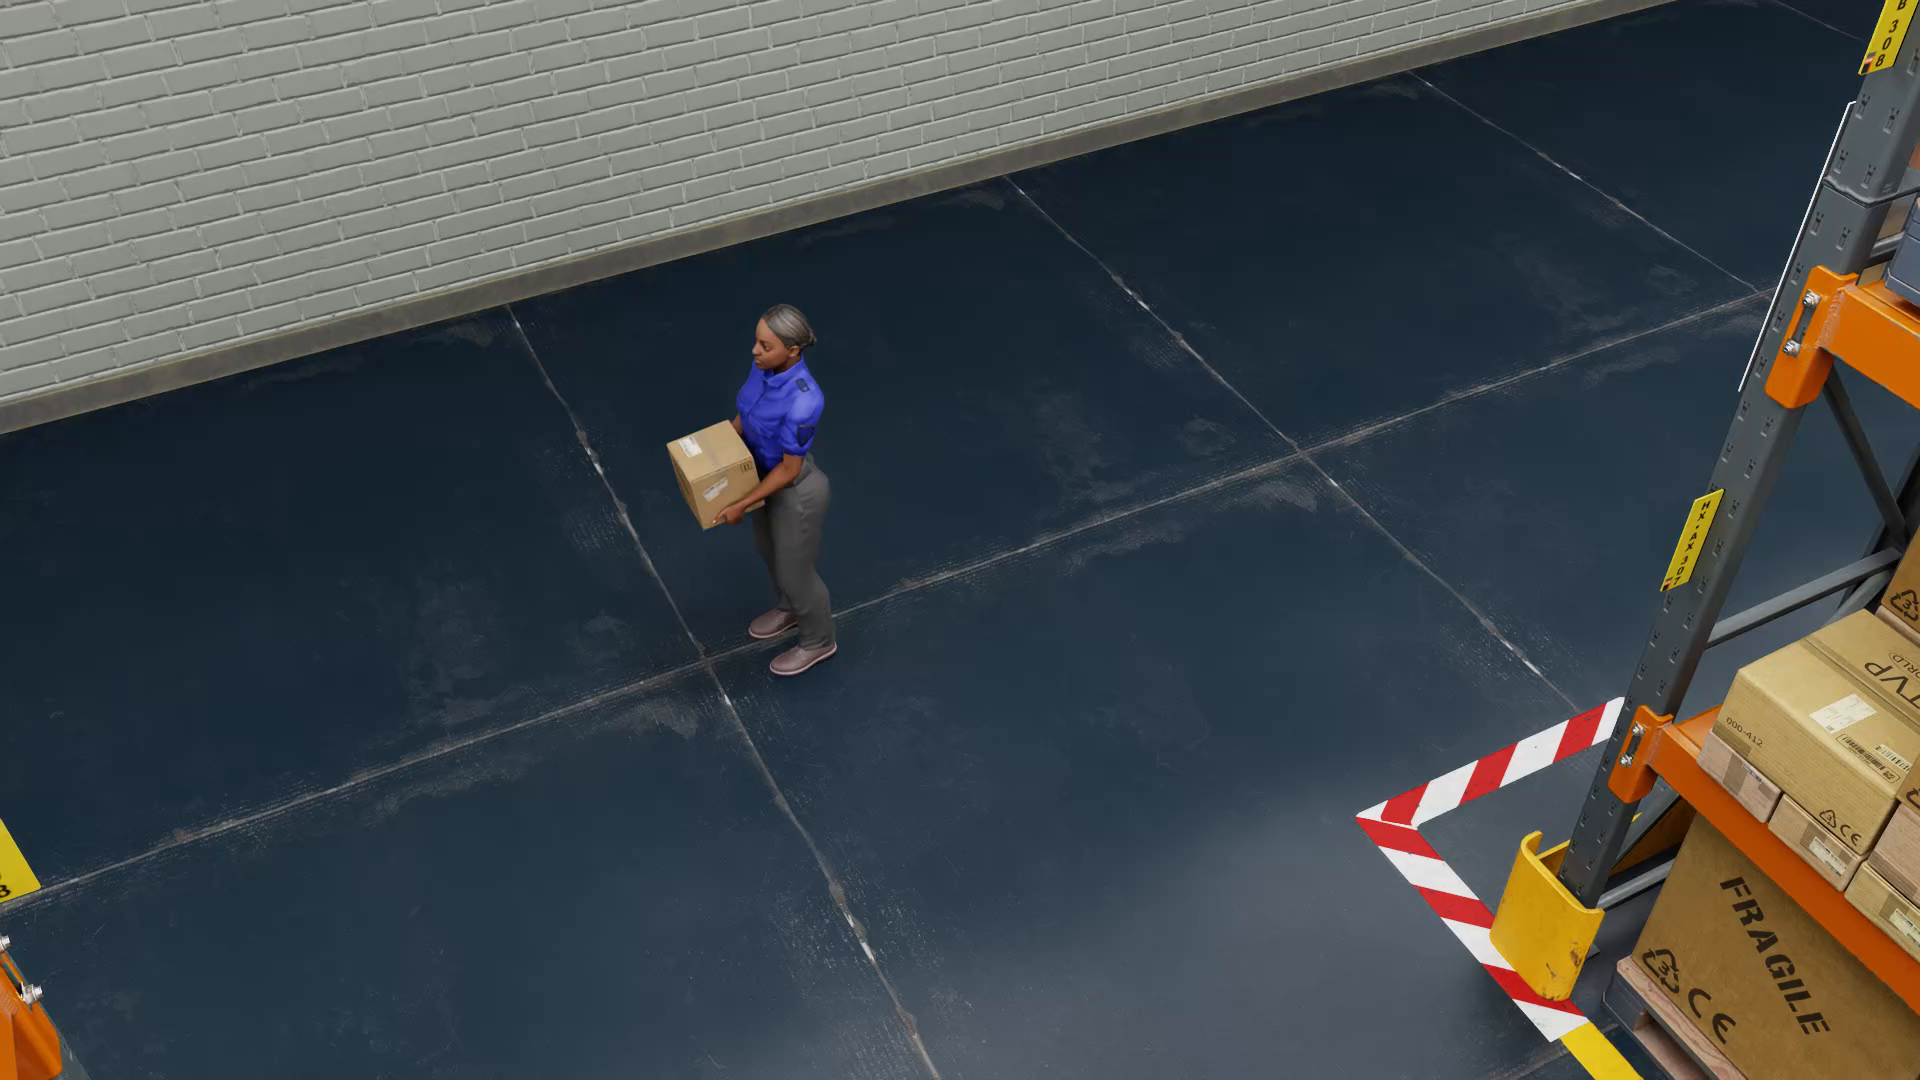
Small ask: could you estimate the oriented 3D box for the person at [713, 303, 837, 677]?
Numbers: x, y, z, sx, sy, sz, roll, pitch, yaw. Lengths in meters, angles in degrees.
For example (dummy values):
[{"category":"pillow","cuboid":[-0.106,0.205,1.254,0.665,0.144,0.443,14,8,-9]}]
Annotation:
[{"category":"person","cuboid":[-0.749,-0.169,6.361,0.503,1.654,0.450,-19,45,-20]}]
